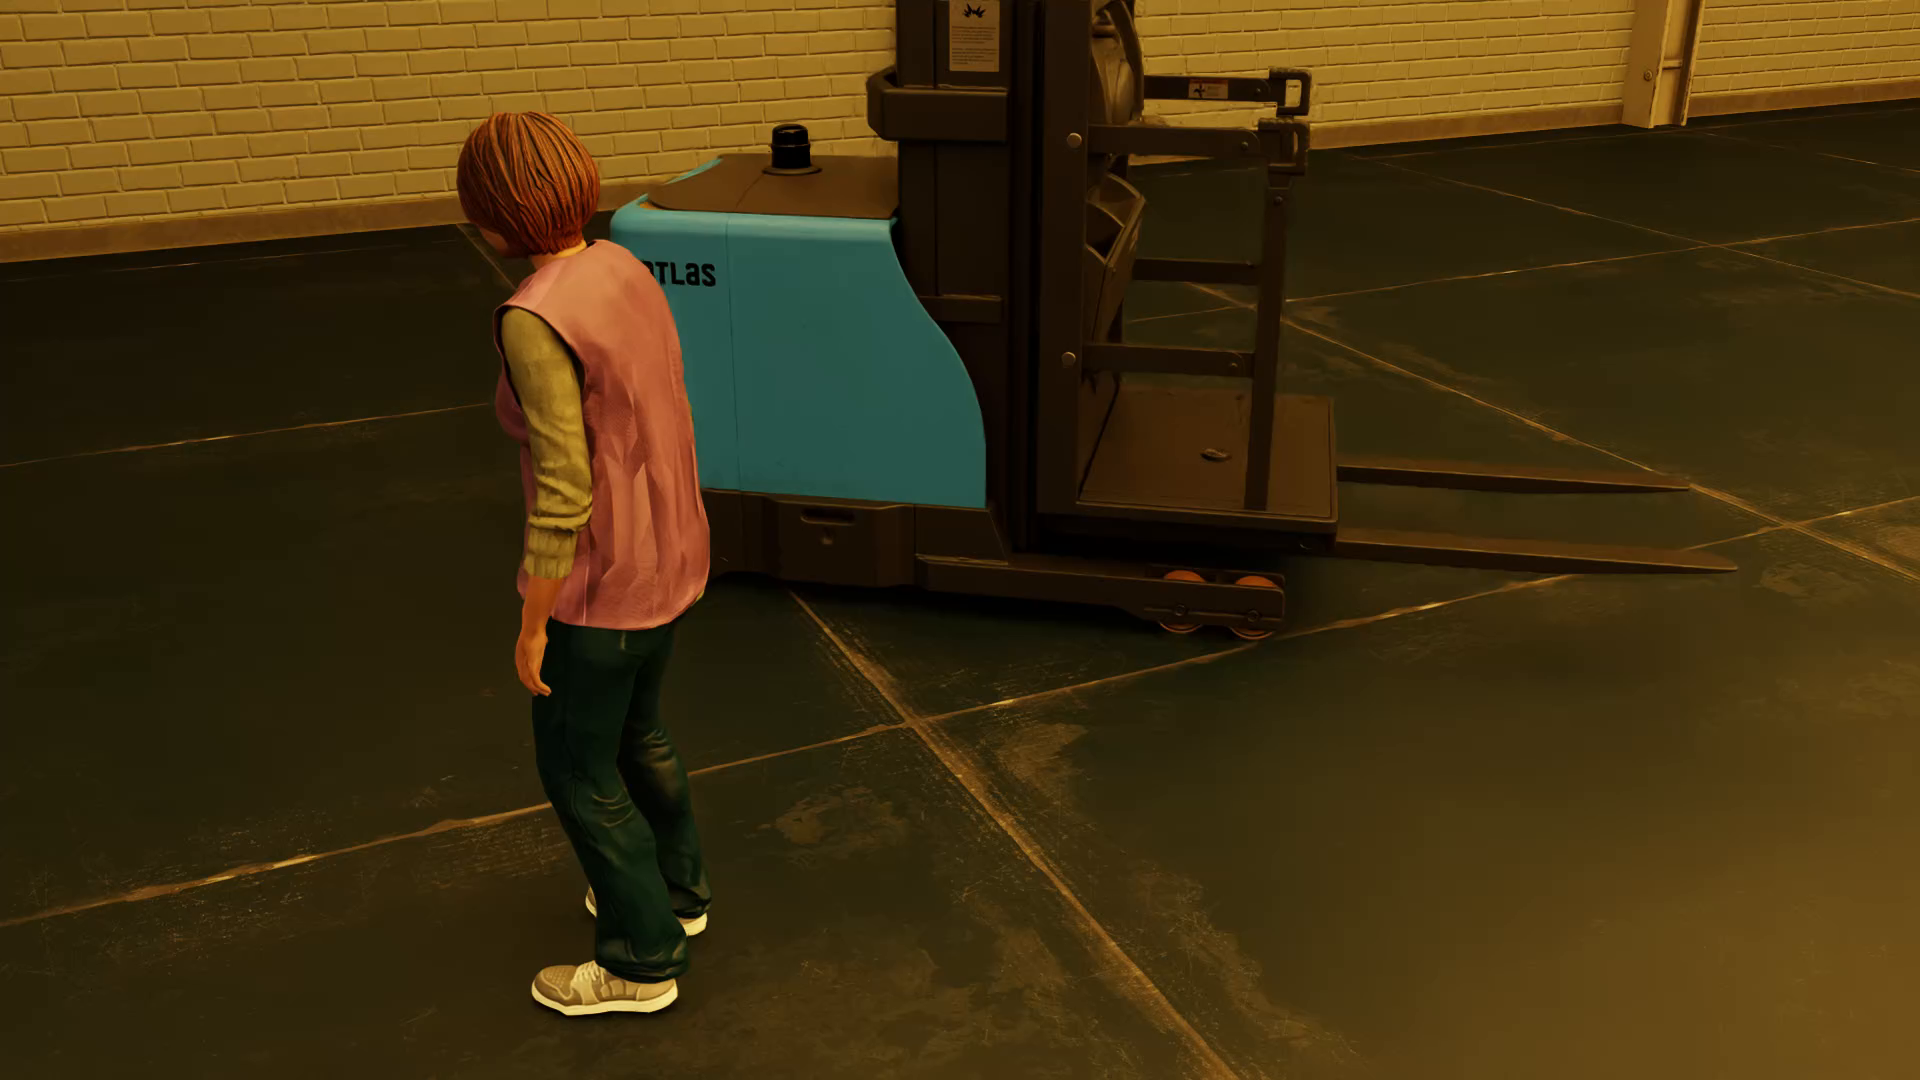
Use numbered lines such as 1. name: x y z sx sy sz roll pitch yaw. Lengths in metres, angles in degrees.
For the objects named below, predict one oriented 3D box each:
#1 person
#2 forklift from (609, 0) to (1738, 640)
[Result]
1. person: -0.616 0.080 2.841 0.357 1.592 0.491 6 23 13
2. forklift: 0.611 -1.309 4.436 3.031 2.935 1.130 4 23 10
